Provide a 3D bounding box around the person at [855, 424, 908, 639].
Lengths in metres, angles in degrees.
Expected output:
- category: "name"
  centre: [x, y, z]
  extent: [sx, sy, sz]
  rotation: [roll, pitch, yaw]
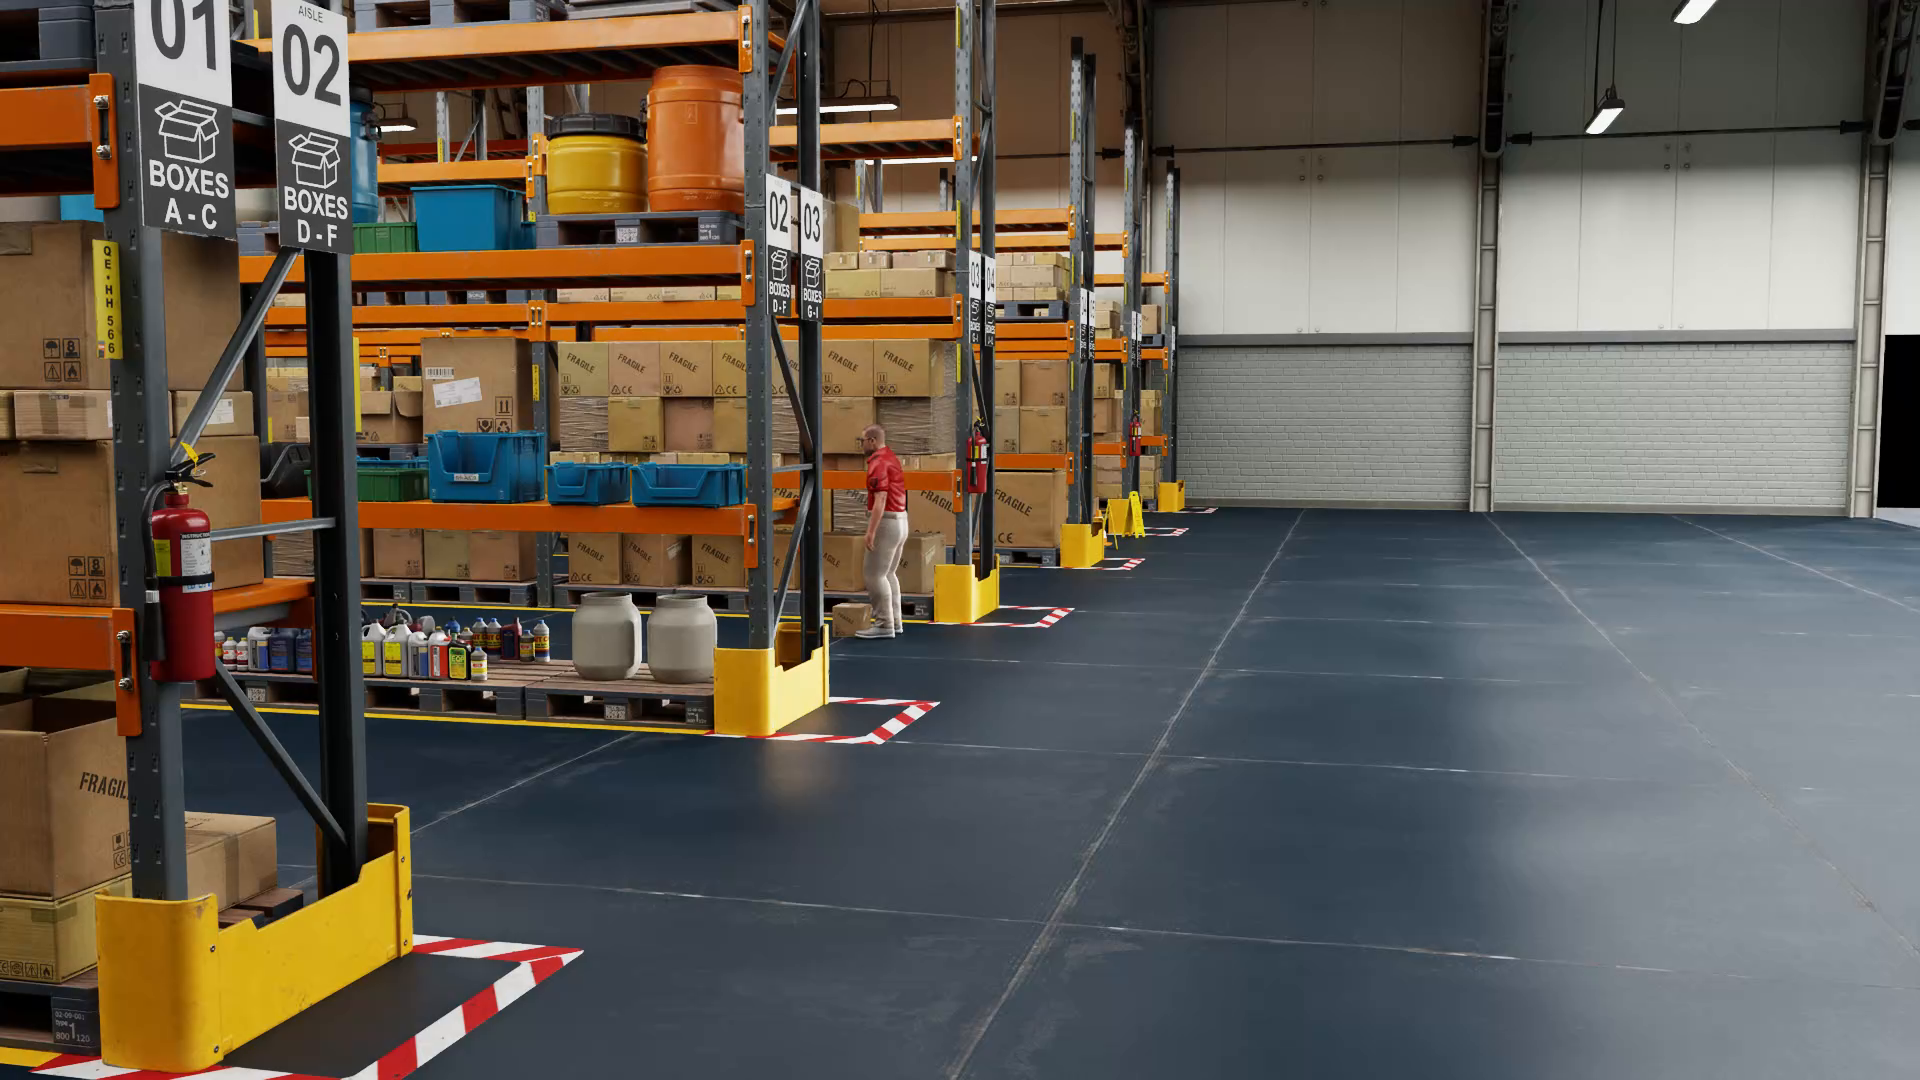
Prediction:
- category: "person"
  centre: [-0.637, -0.075, 13.506]
  extent: [0.391, 1.726, 0.584]
  rotation: [1, 5, 13]
